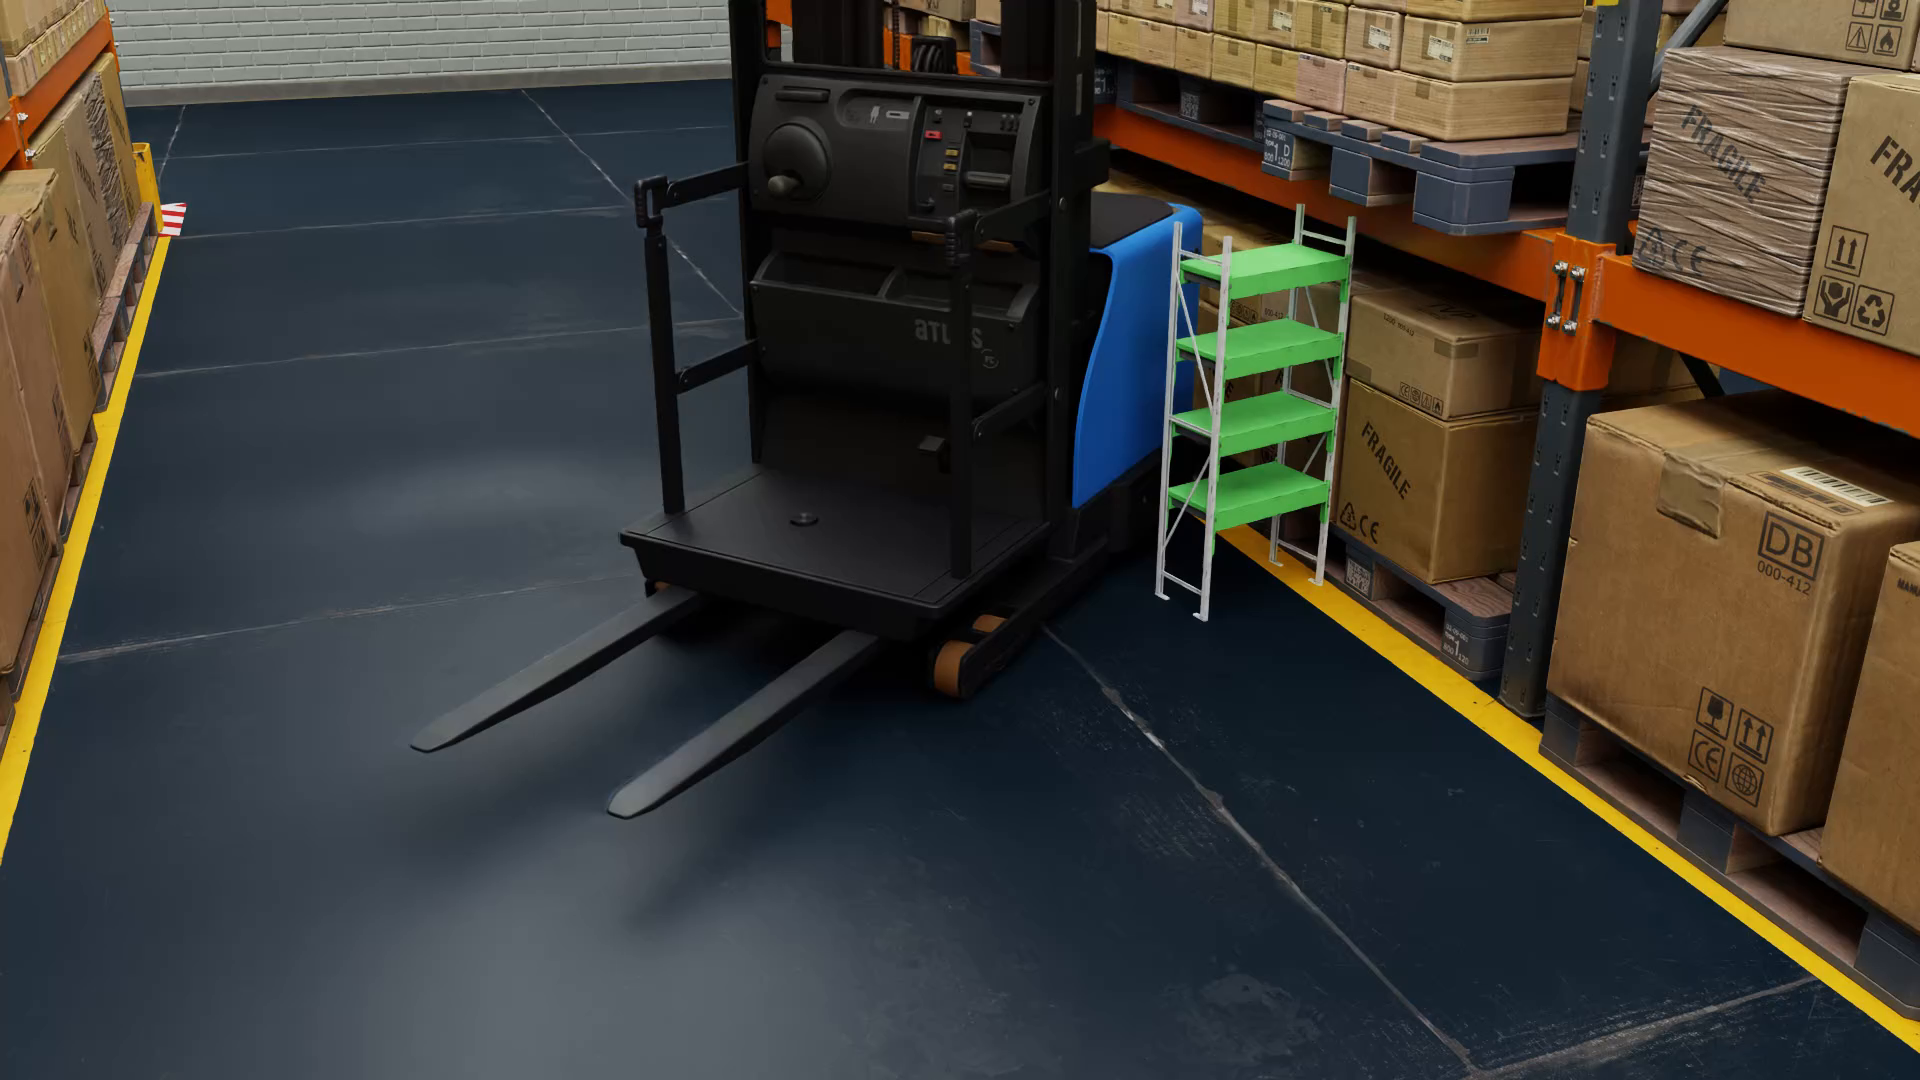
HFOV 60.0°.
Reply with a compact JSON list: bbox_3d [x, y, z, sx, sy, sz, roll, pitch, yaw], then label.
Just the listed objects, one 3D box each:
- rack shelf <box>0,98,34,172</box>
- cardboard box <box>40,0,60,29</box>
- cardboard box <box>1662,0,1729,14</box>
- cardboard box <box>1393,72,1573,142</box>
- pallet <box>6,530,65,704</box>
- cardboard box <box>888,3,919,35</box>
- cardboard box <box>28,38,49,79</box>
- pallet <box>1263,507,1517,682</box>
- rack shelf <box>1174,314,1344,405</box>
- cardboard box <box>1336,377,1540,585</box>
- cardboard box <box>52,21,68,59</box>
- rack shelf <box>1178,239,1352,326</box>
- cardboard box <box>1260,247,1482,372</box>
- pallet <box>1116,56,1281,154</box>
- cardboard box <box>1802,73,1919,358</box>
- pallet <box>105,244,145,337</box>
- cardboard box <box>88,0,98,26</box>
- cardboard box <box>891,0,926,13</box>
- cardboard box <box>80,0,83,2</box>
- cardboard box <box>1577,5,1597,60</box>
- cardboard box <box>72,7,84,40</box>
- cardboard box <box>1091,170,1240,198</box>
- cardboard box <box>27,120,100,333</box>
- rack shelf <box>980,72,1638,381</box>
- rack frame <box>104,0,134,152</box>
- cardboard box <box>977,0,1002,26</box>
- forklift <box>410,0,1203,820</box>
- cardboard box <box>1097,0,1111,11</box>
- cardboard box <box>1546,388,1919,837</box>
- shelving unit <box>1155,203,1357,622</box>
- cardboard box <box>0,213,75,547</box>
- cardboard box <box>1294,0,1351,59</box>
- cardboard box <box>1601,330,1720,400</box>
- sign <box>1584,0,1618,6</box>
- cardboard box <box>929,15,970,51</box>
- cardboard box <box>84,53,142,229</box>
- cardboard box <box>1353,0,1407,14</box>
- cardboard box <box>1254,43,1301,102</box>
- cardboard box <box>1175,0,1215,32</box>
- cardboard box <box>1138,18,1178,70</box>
[{"bbox_3d":[-3.385,-0.725,4.534,1.077,0.370,4.000,-8,24,-19],"label":"rack shelf"},{"bbox_3d":[-4.371,-2.427,7.455,0.500,0.250,0.500,-8,24,-18],"label":"cardboard box"},{"bbox_3d":[2.014,-1.521,4.514,0.380,0.149,0.250,-8,24,-19],"label":"cardboard box"},{"bbox_3d":[1.393,-1.167,4.440,0.380,0.149,0.250,-8,24,-18],"label":"cardboard box"},{"bbox_3d":[-3.313,0.216,4.966,1.003,0.211,1.213,-8,24,-19],"label":"pallet"},{"bbox_3d":[-0.159,-2.758,8.756,0.380,0.149,0.250,-9,25,-21],"label":"cardboard box"},{"bbox_3d":[-4.071,-2.011,6.984,0.380,0.149,0.250,-8,24,-17],"label":"cardboard box"},{"bbox_3d":[1.723,0.027,5.413,1.003,0.211,1.213,-8,24,-19],"label":"pallet"},{"bbox_3d":[0.902,-0.554,5.066,0.480,0.148,0.258,-14,27,-30],"label":"rack shelf"},{"bbox_3d":[1.521,-0.218,5.084,0.500,0.500,0.500,-8,24,-19],"label":"cardboard box"},{"bbox_3d":[-4.343,-2.291,7.648,0.380,0.149,0.250,-8,24,-18],"label":"cardboard box"},{"bbox_3d":[0.902,-0.775,4.973,0.480,0.148,0.258,-14,27,-30],"label":"rack shelf"},{"bbox_3d":[1.322,-0.755,5.392,0.500,0.250,0.500,-8,24,-18],"label":"cardboard box"},{"bbox_3d":[1.260,-1.599,5.928,1.003,0.211,1.213,-8,24,-19],"label":"pallet"},{"bbox_3d":[2.086,-0.635,3.266,0.500,0.500,0.500,-9,24,-19],"label":"cardboard box"},{"bbox_3d":[-4.721,-1.229,8.394,1.003,0.211,1.213,-8,24,-19],"label":"pallet"},{"bbox_3d":[-4.889,-2.850,8.974,0.380,0.149,0.250,-8,24,-19],"label":"cardboard box"},{"bbox_3d":[-0.033,-2.936,8.342,0.500,0.500,0.500,-9,24,-20],"label":"cardboard box"},{"bbox_3d":[-4.906,-2.980,8.769,0.500,0.250,0.500,-9,24,-20],"label":"cardboard box"},{"bbox_3d":[1.917,-1.490,4.822,0.380,0.149,0.250,-7,24,-16],"label":"cardboard box"},{"bbox_3d":[-4.616,-2.571,8.312,0.380,0.149,0.250,-8,24,-19],"label":"cardboard box"},{"bbox_3d":[0.789,-1.316,6.723,0.500,0.250,0.500,-8,24,-18],"label":"cardboard box"},{"bbox_3d":[-4.250,-1.248,7.045,0.875,0.875,0.875,-8,24,-19],"label":"cardboard box"},{"bbox_3d":[1.291,-1.369,6.061,1.077,0.370,4.000,-8,24,-19],"label":"rack shelf"},{"bbox_3d":[-5.504,-3.236,9.567,1.000,3.000,0.127,-8,24,-19],"label":"rack frame"},{"bbox_3d":[0.293,-2.298,7.124,0.380,0.149,0.250,-10,25,-22],"label":"cardboard box"},{"bbox_3d":[-0.303,-1.102,4.592,1.130,2.935,3.031,12,26,26],"label":"forklift"},{"bbox_3d":[0.668,-2.056,6.165,0.380,0.149,0.250,-7,24,-17],"label":"cardboard box"},{"bbox_3d":[2.129,0.103,3.999,1.050,0.750,0.750,-9,24,-20],"label":"cardboard box"},{"bbox_3d":[0.902,-0.392,5.134,0.503,1.200,0.258,-14,27,-30],"label":"shelving unit"},{"bbox_3d":[-3.530,-0.443,5.134,1.225,0.875,0.875,-9,25,-21],"label":"cardboard box"},{"bbox_3d":[1.206,-1.497,4.840,0.380,0.149,0.250,-8,24,-18],"label":"cardboard box"},{"bbox_3d":[1.981,-0.644,5.129,0.500,0.250,0.500,-9,25,-21],"label":"cardboard box"},{"bbox_3d":[1.493,-1.393,3.803,0.100,0.325,0.005,-8,24,-19],"label":"sign"},{"bbox_3d":[0.072,-2.461,8.051,0.380,0.149,0.250,-9,24,-20],"label":"cardboard box"},{"bbox_3d":[-5.203,-2.229,9.372,0.875,0.875,0.875,-8,24,-19],"label":"cardboard box"},{"bbox_3d":[1.309,-1.532,4.540,0.380,0.149,0.250,-9,24,-20],"label":"cardboard box"},{"bbox_3d":[1.132,-1.442,5.093,0.380,0.149,0.250,-9,24,-20],"label":"cardboard box"},{"bbox_3d":[0.939,-1.774,5.496,0.380,0.149,0.250,-8,24,-18],"label":"cardboard box"},{"bbox_3d":[0.846,-1.733,5.782,0.380,0.149,0.250,-10,25,-21],"label":"cardboard box"}]
